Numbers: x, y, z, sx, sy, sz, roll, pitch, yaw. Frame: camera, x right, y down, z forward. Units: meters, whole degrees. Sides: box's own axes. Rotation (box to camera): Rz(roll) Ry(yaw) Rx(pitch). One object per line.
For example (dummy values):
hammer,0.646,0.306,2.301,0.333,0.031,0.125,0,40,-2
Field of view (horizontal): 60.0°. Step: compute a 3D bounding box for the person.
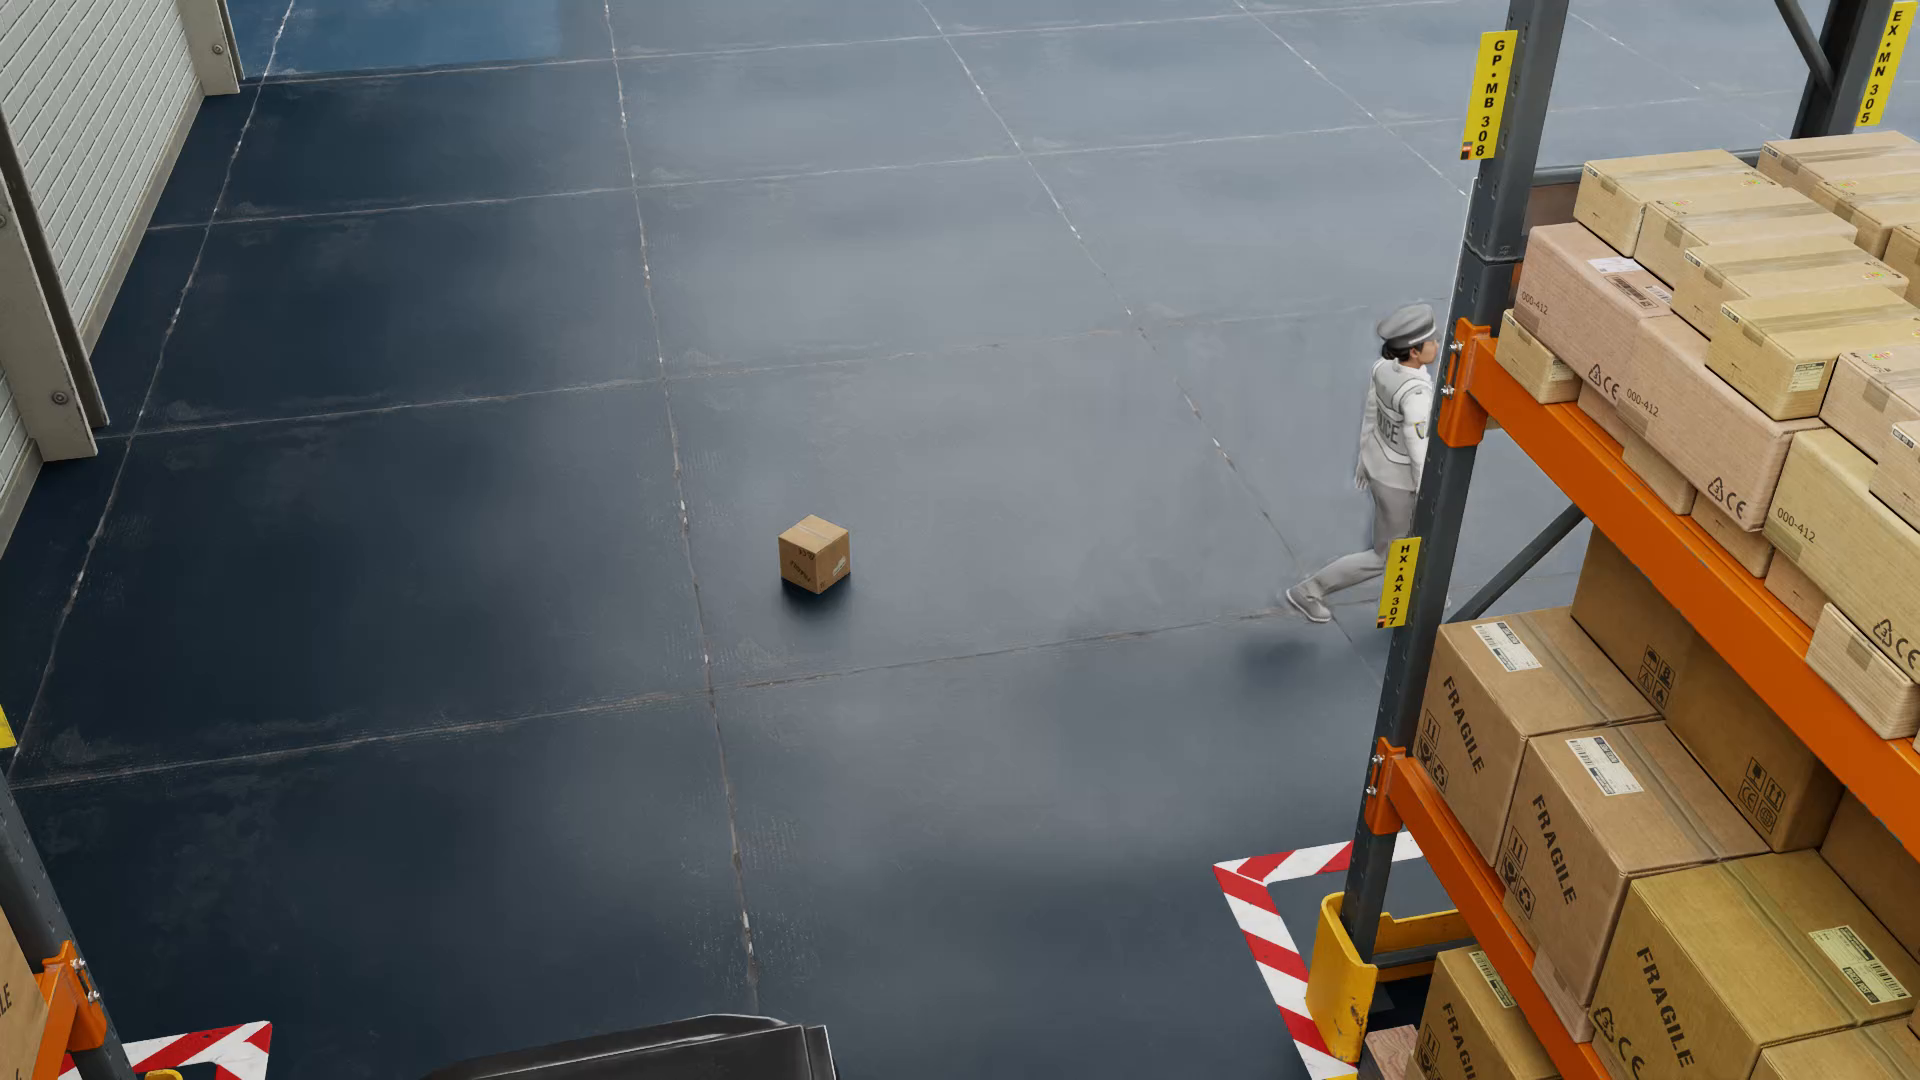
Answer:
person,1.950,-0.291,7.523,0.873,1.654,0.502,-3,35,-4
